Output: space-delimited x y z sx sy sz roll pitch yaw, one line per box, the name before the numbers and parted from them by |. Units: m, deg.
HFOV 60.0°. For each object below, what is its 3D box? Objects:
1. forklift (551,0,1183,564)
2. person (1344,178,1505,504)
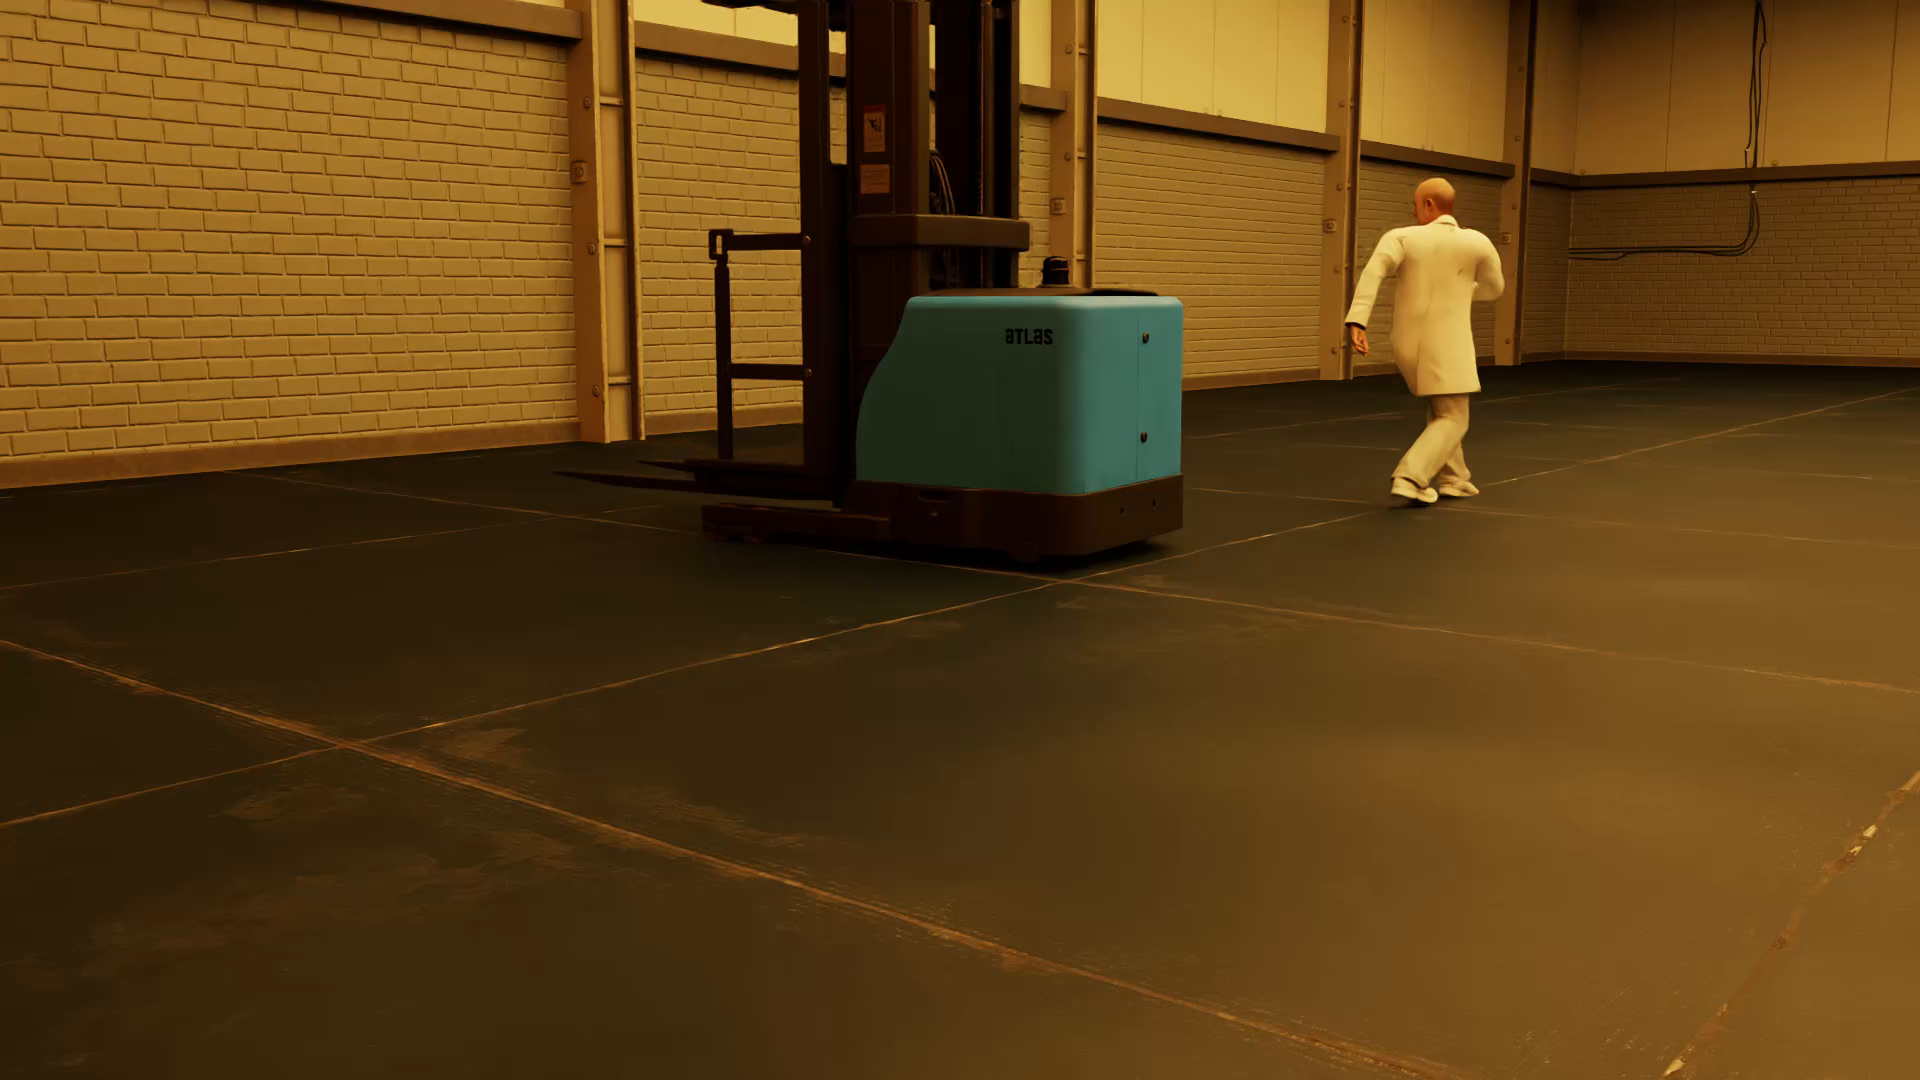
forklift | -0.550 -1.491 7.473 3.031 2.935 1.130 5 10 32
person | 2.475 -1.022 8.696 0.607 1.706 1.007 7 11 38
